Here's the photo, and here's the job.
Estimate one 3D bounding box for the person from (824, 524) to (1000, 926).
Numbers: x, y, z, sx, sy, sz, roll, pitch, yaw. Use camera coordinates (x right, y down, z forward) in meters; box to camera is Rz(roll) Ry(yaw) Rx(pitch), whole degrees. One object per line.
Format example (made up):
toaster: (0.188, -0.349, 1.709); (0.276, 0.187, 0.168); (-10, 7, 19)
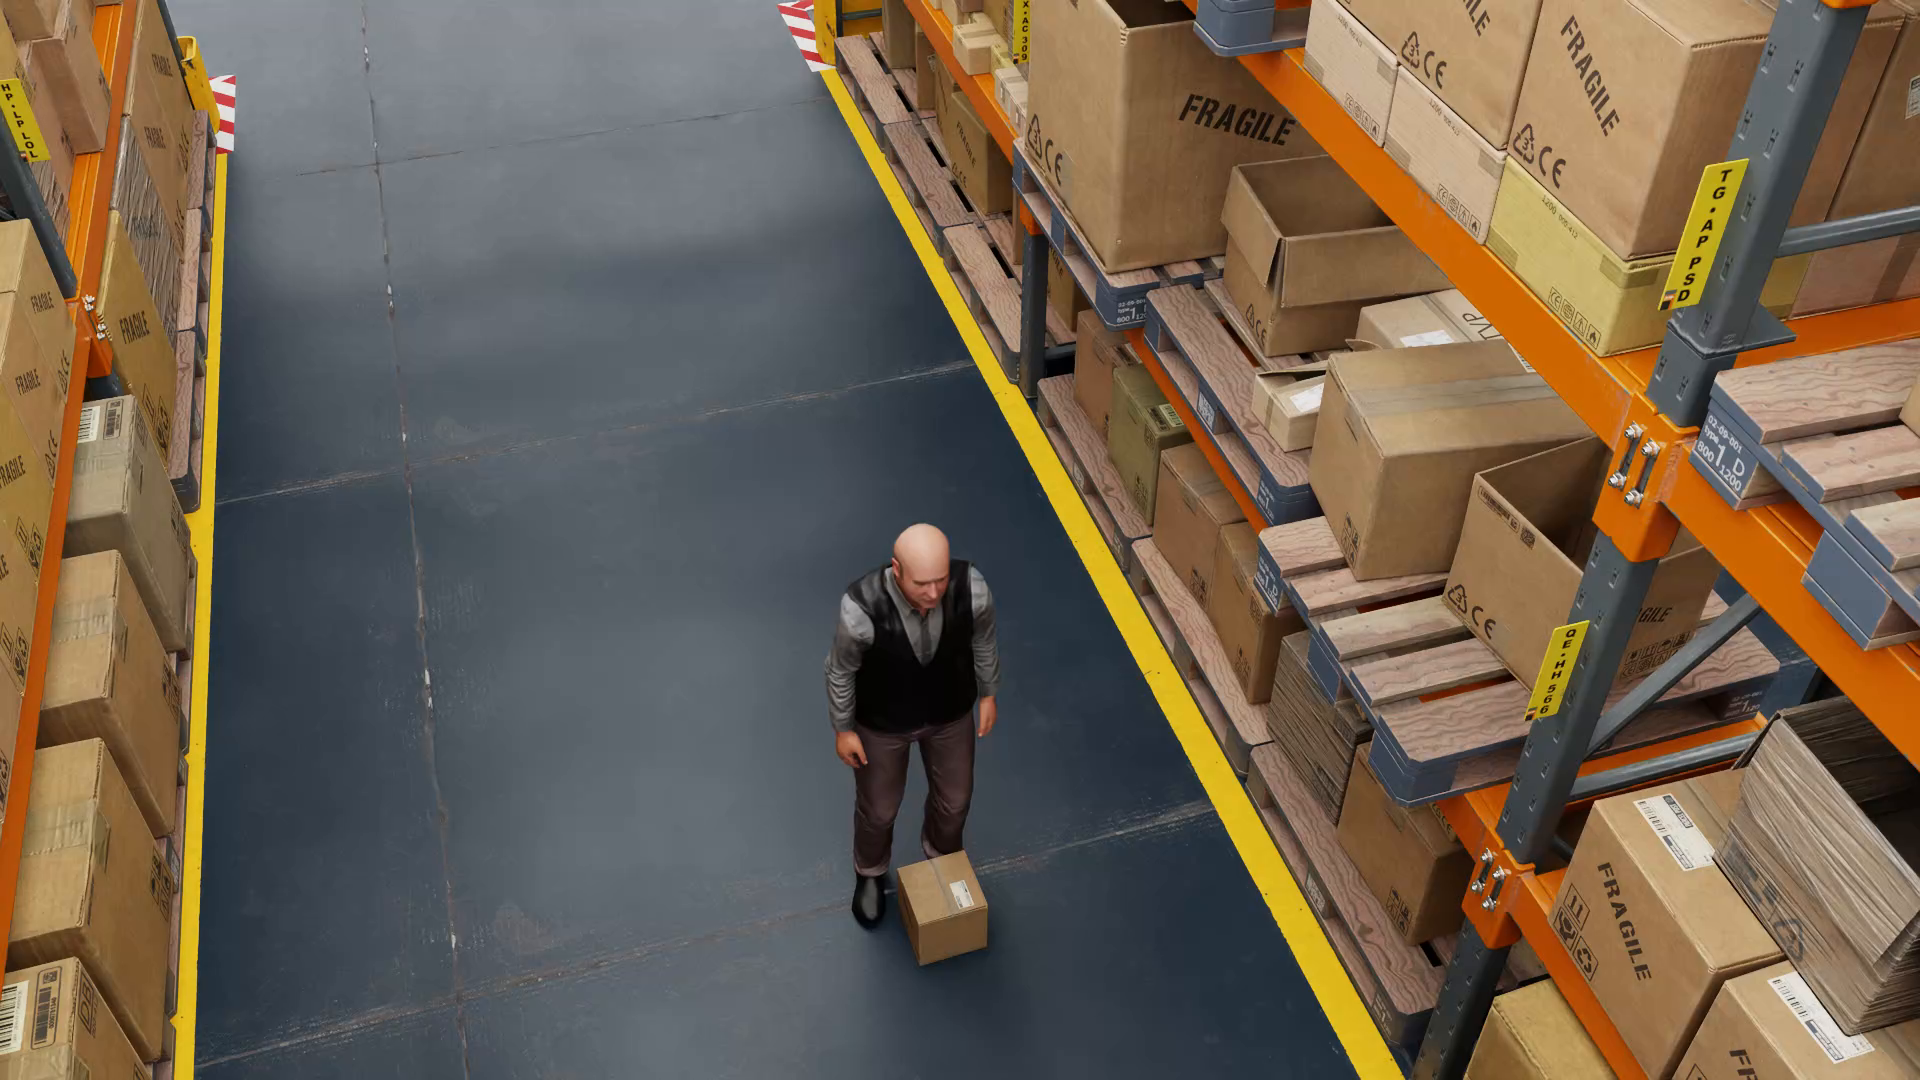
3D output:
person: (-0.146, 0.584, 5.529); (0.583, 1.721, 0.461); (-12, 43, -13)
